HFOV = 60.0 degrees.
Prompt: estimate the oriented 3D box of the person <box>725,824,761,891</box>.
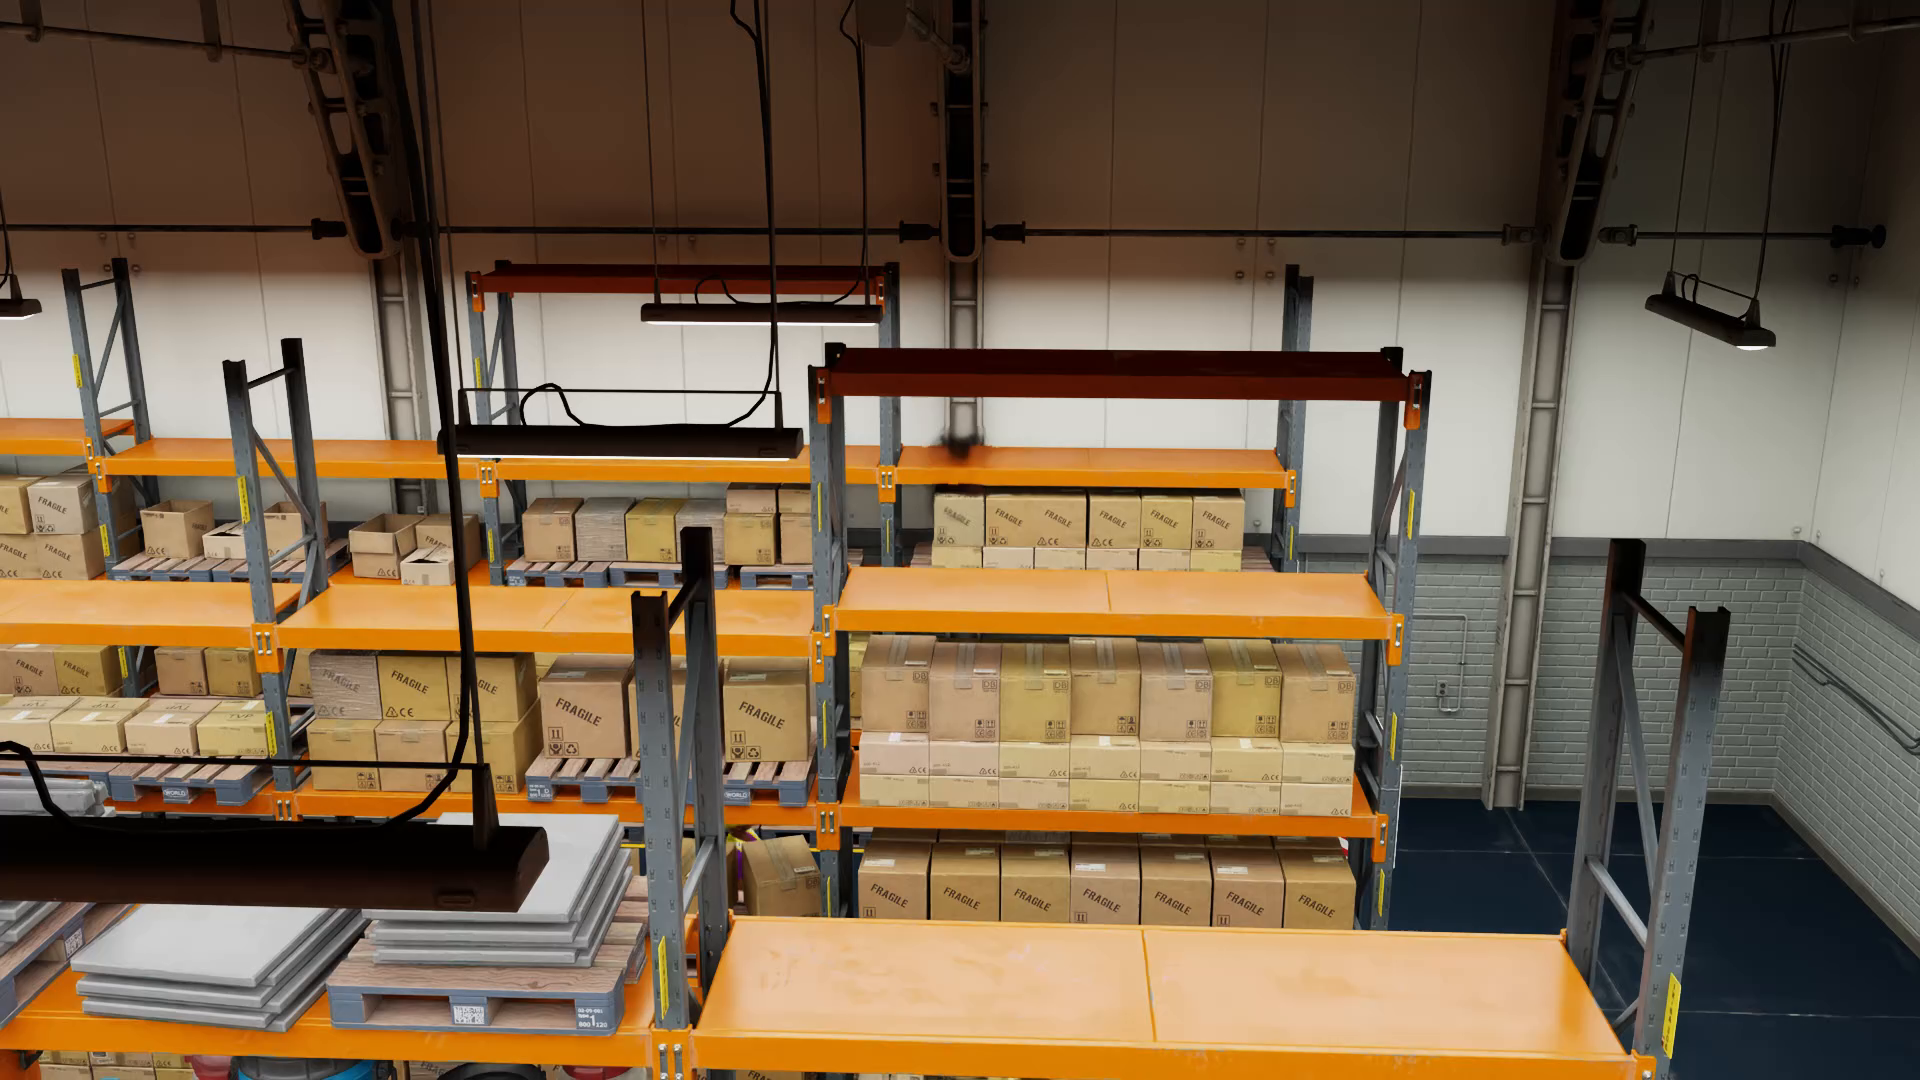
[{"bbox_3d":[-1.903,3.116,14.697,0.602,1.746,0.572,12,20,36],"label":"person"}]
